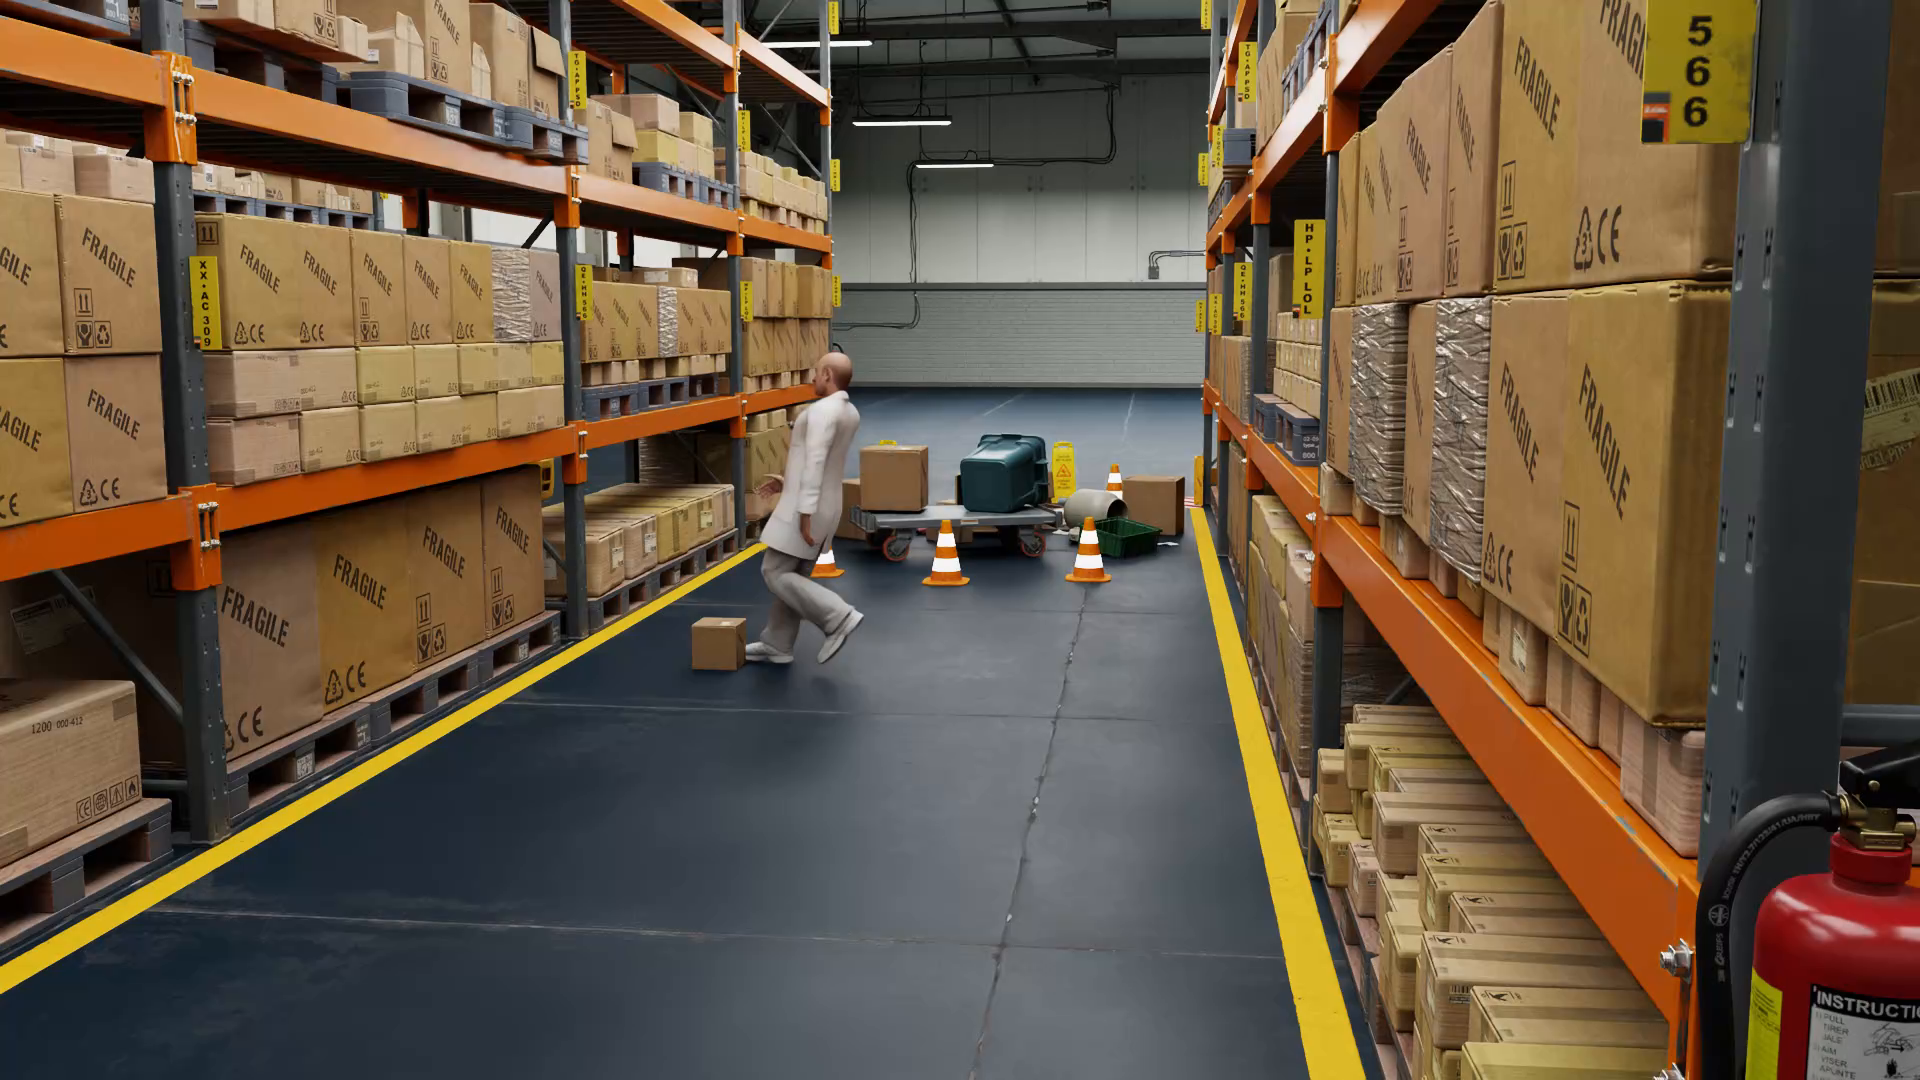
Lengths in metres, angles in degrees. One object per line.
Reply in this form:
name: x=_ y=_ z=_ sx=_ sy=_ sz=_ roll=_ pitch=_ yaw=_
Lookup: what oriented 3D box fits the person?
person: x=-0.903 y=-0.162 z=9.149 sx=0.838 sy=1.729 sz=0.667 roll=2 pitch=8 yaw=17
